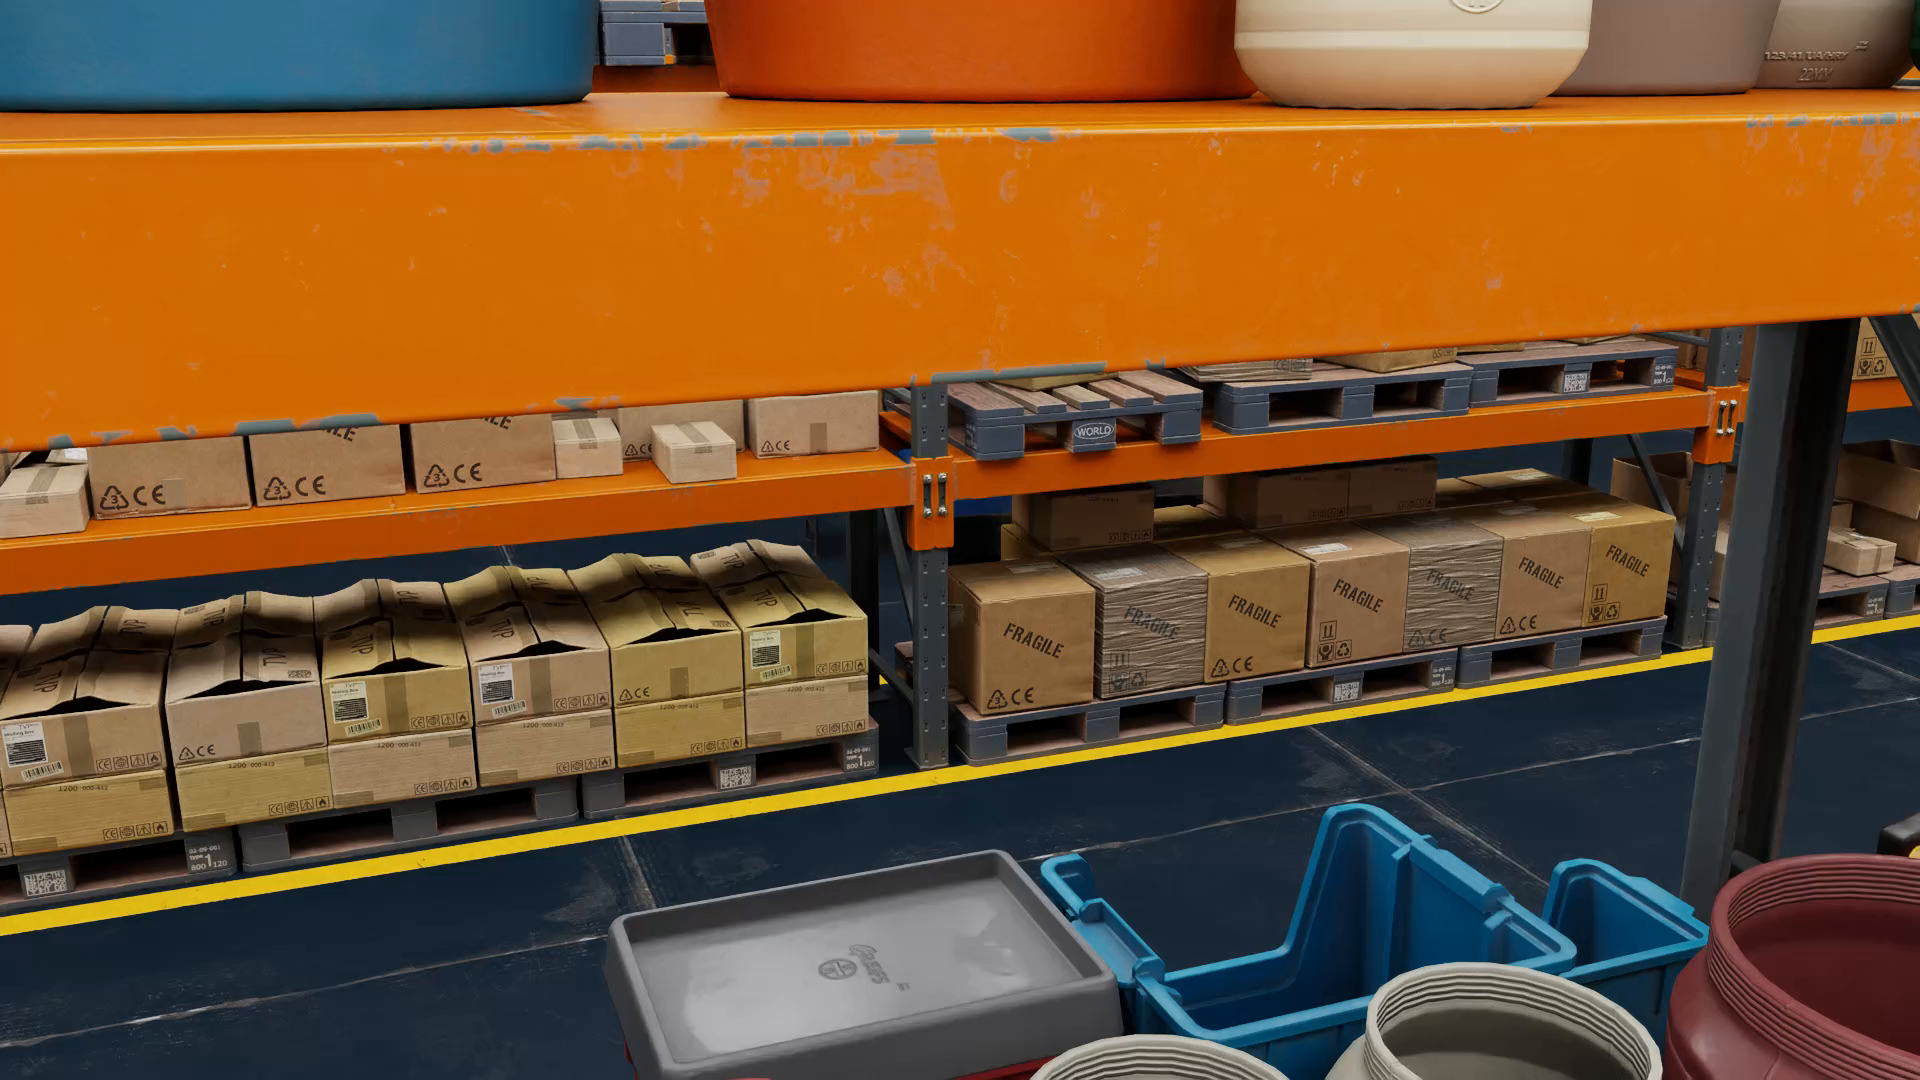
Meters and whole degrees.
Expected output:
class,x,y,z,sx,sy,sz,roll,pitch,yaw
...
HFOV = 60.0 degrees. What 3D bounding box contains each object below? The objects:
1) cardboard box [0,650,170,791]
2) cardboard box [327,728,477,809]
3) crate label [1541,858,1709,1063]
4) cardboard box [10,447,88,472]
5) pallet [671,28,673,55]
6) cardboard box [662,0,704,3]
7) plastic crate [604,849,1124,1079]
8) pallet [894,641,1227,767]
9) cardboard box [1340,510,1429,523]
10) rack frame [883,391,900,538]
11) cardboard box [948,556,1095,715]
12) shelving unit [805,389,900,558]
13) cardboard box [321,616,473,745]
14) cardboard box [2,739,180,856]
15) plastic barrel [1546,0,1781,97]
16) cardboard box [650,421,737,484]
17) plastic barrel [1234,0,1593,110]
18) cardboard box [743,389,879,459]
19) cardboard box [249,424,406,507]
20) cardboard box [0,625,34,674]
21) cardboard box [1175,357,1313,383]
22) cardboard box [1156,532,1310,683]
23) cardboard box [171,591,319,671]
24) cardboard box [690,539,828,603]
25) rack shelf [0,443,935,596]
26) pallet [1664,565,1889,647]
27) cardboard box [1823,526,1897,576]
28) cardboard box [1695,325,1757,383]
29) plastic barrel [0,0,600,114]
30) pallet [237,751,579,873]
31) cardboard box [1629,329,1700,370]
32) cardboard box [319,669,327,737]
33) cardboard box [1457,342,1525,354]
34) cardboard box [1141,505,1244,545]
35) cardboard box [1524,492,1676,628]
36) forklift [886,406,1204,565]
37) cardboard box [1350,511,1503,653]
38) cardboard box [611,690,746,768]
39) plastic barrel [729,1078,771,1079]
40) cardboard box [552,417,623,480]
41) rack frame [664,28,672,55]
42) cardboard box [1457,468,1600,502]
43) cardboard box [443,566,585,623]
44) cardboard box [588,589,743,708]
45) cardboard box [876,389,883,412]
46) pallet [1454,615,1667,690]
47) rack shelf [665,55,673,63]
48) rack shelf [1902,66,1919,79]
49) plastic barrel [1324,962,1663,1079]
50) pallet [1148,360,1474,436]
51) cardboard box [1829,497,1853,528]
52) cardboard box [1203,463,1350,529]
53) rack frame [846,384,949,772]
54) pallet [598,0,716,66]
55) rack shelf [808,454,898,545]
class,x,y,z,sx,sy,sz,roll,pitch,yaw
cardboard box,-3.073,0.605,5.854,0.500,0.311,0.500,-6,18,-21
cardboard box,-2.116,0.769,6.292,0.500,0.250,0.500,-6,17,-19
crate label,0.959,0.706,2.667,0.416,0.233,0.303,-6,17,-20
cardboard box,-3.262,-0.291,6.004,0.258,0.266,0.396,-7,18,-21
pallet,-1.476,-3.352,11.201,1.003,0.211,1.213,-5,17,-18
cardboard box,-1.168,-2.072,6.029,0.500,0.250,0.500,-6,17,-19
plastic crate,-0.131,0.734,2.163,0.583,0.464,0.402,-6,17,-20
pallet,0.429,0.651,7.507,1.213,0.211,1.003,-6,17,-20
cardboard box,1.951,0.053,8.250,0.500,0.500,0.500,-6,17,-19
rack frame,-0.410,-0.990,9.744,0.015,2.100,0.400,-4,17,-13
cardboard box,0.245,0.396,7.082,0.500,0.500,0.500,-5,17,-18
shelving unit,-0.647,-0.974,9.688,0.503,2.100,0.431,-4,17,-13
cardboard box,-2.107,0.499,6.215,0.500,0.311,0.500,-6,17,-19
cardboard box,-3.074,0.873,5.937,0.500,0.250,0.500,-6,17,-19
plastic barrel,0.642,-0.972,1.872,0.600,0.901,0.600,0,16,0
cardboard box,-1.023,-0.338,6.371,0.250,0.149,0.380,-6,17,-20
plastic barrel,0.383,-0.501,1.404,0.301,0.262,0.301,0,16,0
cardboard box,-0.637,-0.554,6.819,0.500,0.311,0.500,-5,17,-17
cardboard box,-2.335,-0.443,6.106,0.500,0.500,0.500,-6,17,-20
cardboard box,-3.742,0.514,6.164,0.500,0.311,0.500,-6,17,-20
cardboard box,1.188,-1.006,7.279,0.500,0.500,0.700,-3,17,-10
cardboard box,1.202,0.292,7.435,0.500,0.500,0.500,-6,18,-21
cardboard box,-2.791,0.410,6.517,0.500,0.311,0.500,-6,17,-20
cardboard box,-0.876,0.203,7.224,0.500,0.311,0.500,-6,17,-18
rack shelf,-2.150,-0.075,6.306,4.000,0.370,1.077,-6,17,-20
pallet,4.095,0.244,8.893,1.213,0.211,1.003,-6,17,-20
cardboard box,4.727,0.048,8.859,0.250,0.166,0.380,-6,17,-20
cardboard box,4.027,-1.053,8.182,0.500,0.500,0.500,-6,17,-19
plastic barrel,-0.629,-0.835,1.404,0.708,0.901,0.600,-6,17,-20
pallet,-2.202,0.911,6.622,1.213,0.211,1.003,-6,17,-20
cardboard box,3.828,-1.191,8.652,0.500,0.500,0.500,-6,17,-19
cardboard box,-2.783,0.679,6.597,0.500,0.250,0.500,-6,17,-19
cardboard box,2.311,-1.200,7.937,0.500,0.500,0.700,-3,17,-11
cardboard box,0.991,0.158,7.891,0.500,0.500,0.500,-7,18,-22
cardboard box,3.095,0.088,8.129,0.500,0.500,0.500,-6,17,-20
forklift,1.102,-1.469,9.900,3.031,2.935,1.130,-4,17,-13
cardboard box,2.162,0.186,7.795,0.500,0.500,0.500,-6,17,-19
cardboard box,-1.166,0.666,6.641,0.500,0.250,0.500,-6,18,-21
plastic barrel,-0.187,0.864,1.592,0.433,0.535,0.433,0,16,0
cardboard box,-1.453,-0.358,6.439,0.250,0.149,0.380,-5,17,-16
rack frame,-2.058,-1.925,11.329,0.127,3.000,1.000,-6,17,-20
cardboard box,2.914,-0.052,8.608,0.500,0.500,0.500,-7,18,-23
cardboard box,-1.841,0.309,6.863,0.500,0.311,0.500,-7,18,-22
cardboard box,-1.166,0.399,6.556,0.500,0.311,0.500,-6,18,-21
cardboard box,-0.504,-1.221,12.002,0.750,0.750,0.750,-6,17,-20
pallet,2.707,0.405,8.345,1.213,0.211,1.003,-6,17,-20
rack shelf,-0.190,-3.220,11.694,4.000,0.370,1.077,-6,17,-20
rack shelf,5.321,-2.321,8.630,4.000,0.370,1.077,-6,17,-20
plastic barrel,0.603,0.788,1.892,0.421,0.512,0.421,0,16,0
pallet,1.532,-0.727,7.591,1.213,0.211,1.003,-6,17,-20
cardboard box,4.584,-0.154,9.289,0.500,0.311,0.500,-6,17,-20
cardboard box,1.512,-0.260,7.986,0.500,0.250,0.500,-7,18,-21
rack frame,-0.282,-0.622,6.892,0.127,3.000,1.000,-6,17,-20
pallet,-0.884,-1.878,6.183,1.003,0.211,1.213,-5,17,-18
rack shelf,-0.647,-0.289,9.889,0.480,0.518,0.431,-4,17,-13
